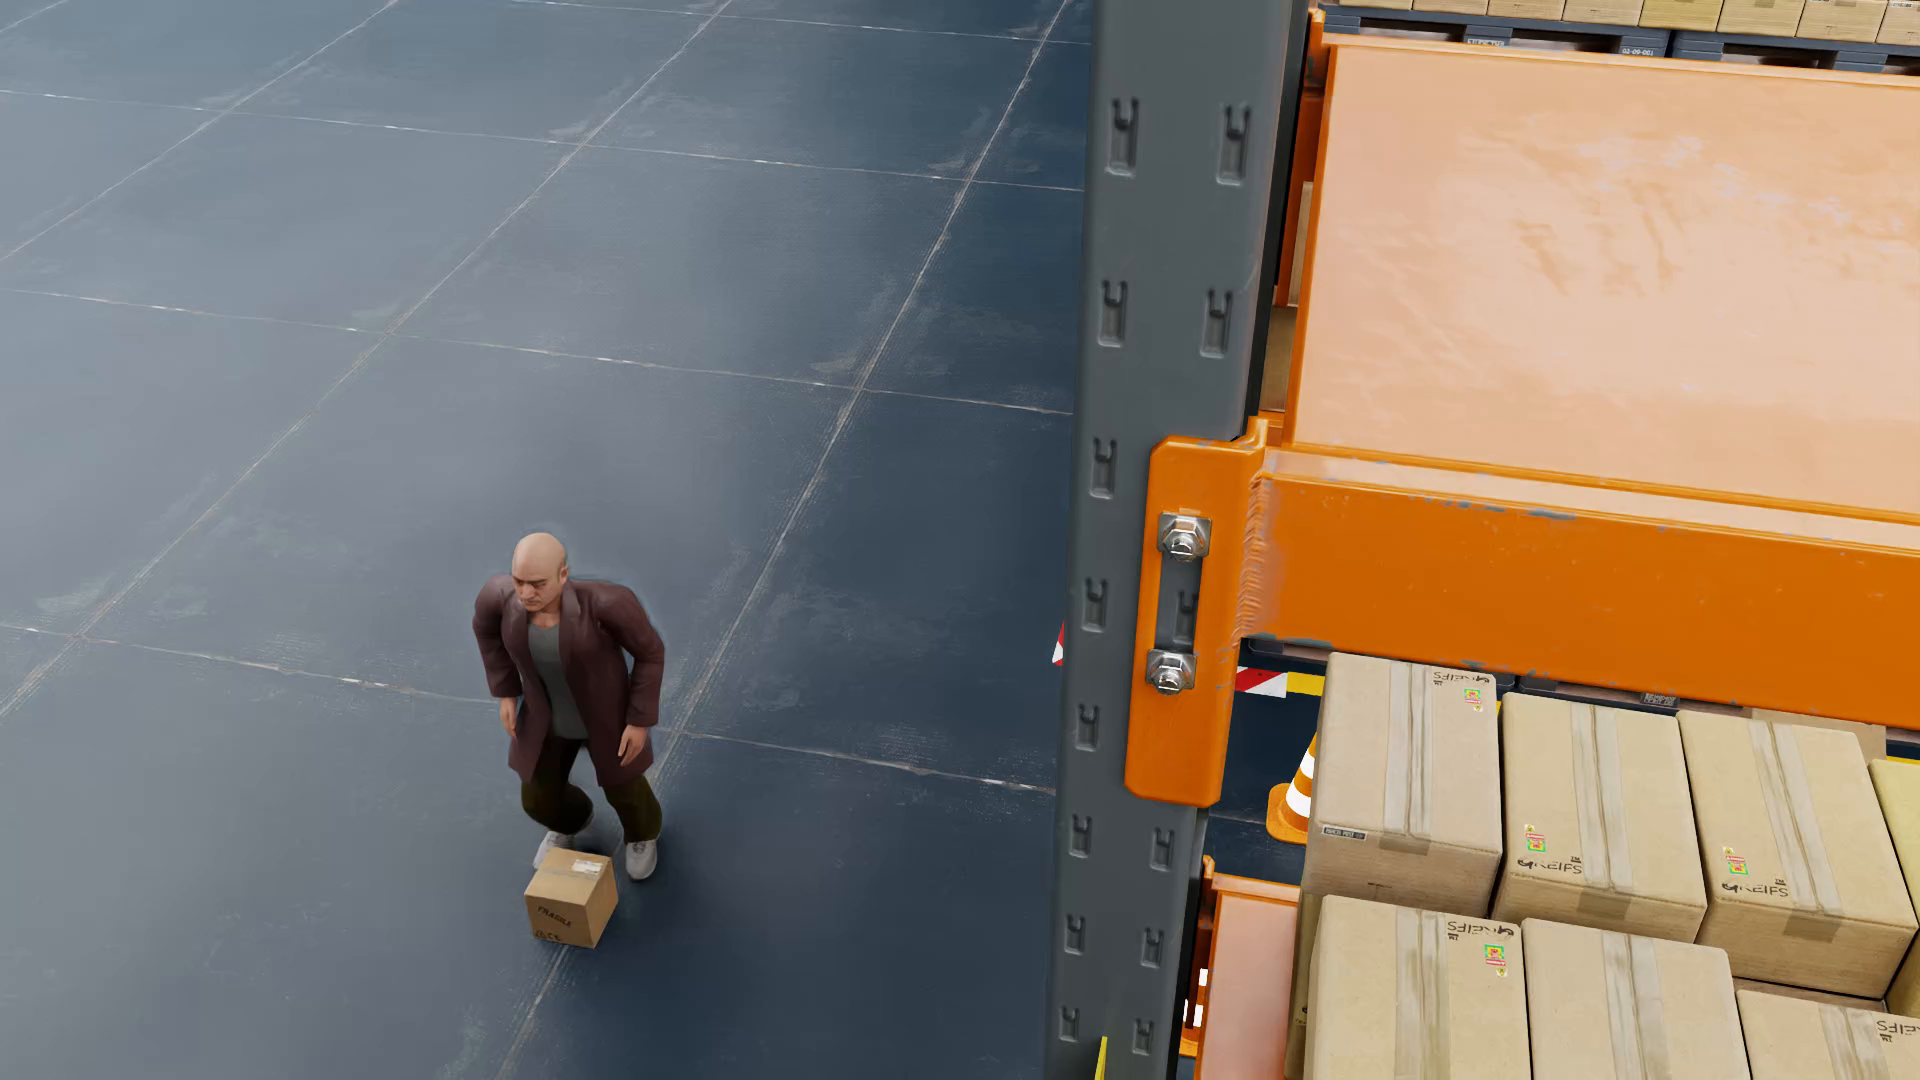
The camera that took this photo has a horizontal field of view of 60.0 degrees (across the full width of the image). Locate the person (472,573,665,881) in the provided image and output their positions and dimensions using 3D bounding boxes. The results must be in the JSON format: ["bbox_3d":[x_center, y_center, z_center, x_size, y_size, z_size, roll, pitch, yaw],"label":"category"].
[{"bbox_3d":[-1.410,0.679,6.243,0.729,1.538,0.527,5,36,7],"label":"person"}]
